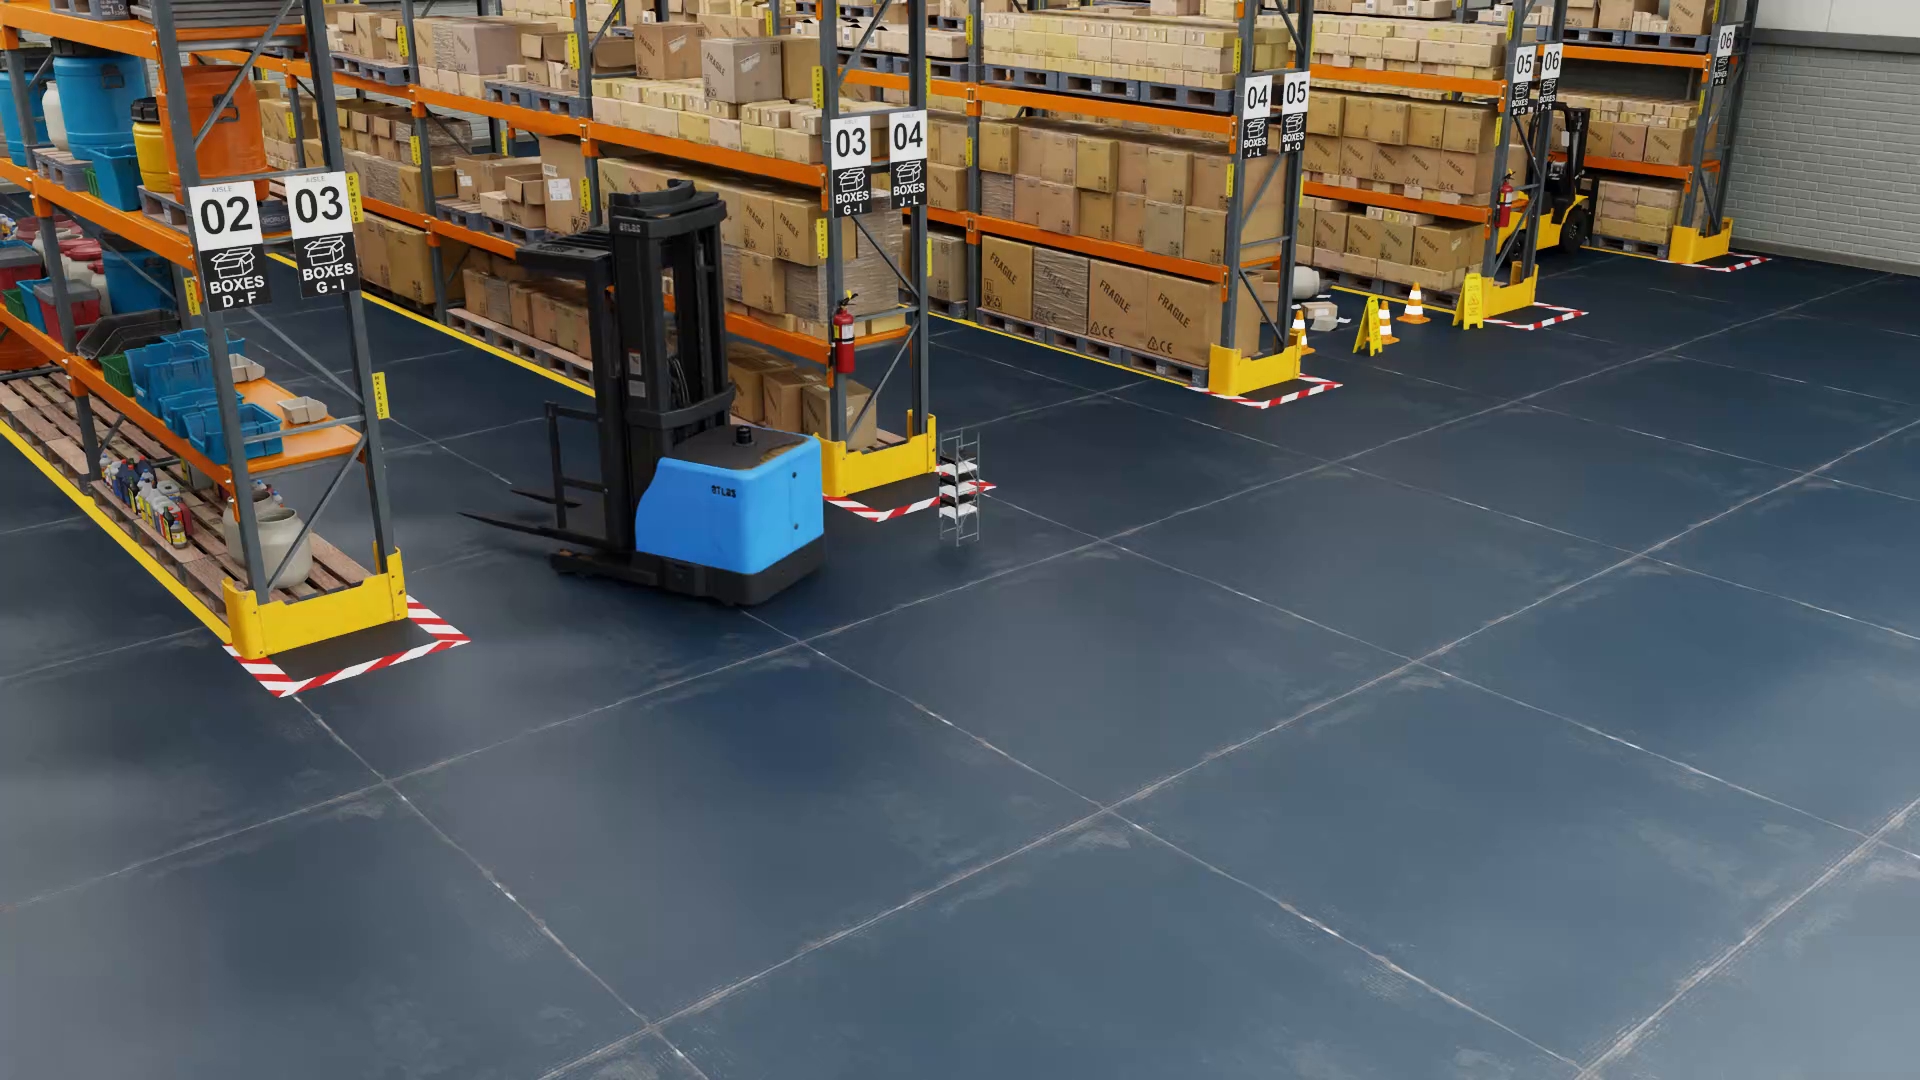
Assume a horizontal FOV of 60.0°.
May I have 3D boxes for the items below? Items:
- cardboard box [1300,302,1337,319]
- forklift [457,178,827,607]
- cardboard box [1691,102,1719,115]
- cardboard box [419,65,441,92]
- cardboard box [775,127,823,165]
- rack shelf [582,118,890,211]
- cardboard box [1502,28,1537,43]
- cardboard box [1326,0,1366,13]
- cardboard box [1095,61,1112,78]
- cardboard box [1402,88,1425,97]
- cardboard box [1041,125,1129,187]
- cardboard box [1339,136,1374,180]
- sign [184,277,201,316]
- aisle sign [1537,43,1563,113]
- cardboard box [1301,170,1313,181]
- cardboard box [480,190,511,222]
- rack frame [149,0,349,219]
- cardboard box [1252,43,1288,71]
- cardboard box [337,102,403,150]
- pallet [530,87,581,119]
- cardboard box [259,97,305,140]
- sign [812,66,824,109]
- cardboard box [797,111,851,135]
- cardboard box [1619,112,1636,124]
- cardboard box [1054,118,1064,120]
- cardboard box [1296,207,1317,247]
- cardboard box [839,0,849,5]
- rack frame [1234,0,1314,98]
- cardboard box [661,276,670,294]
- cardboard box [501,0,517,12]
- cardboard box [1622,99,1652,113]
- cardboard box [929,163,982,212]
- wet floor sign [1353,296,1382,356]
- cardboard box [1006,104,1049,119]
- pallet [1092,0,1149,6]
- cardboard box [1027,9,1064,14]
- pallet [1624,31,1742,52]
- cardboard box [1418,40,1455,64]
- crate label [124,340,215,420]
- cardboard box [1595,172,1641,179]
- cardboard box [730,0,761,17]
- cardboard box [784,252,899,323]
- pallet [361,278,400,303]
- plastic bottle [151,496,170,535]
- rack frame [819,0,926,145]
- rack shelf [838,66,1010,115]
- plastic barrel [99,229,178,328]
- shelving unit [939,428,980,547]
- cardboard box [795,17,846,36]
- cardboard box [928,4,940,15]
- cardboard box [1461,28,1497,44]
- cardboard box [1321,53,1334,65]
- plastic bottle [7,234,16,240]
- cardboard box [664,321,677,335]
[{"bbox_3d":[4.424,-2.834,20.515,0.380,0.149,0.250,-4,22,-10],"label":"cardboard box"},{"bbox_3d":[-2.580,-1.238,12.626,3.031,2.935,1.130,11,24,26],"label":"forklift"},{"bbox_3d":[10.510,-6.094,23.495,0.380,0.149,0.250,-18,28,-38],"label":"cardboard box"},{"bbox_3d":[-5.807,-5.268,18.913,0.500,0.250,0.500,-17,27,-37],"label":"cardboard box"},{"bbox_3d":[-1.206,-3.321,13.942,0.500,0.250,0.500,-17,27,-36],"label":"cardboard box"},{"bbox_3d":[-2.004,-3.535,15.271,1.077,0.370,4.000,-17,27,-37],"label":"rack shelf"},{"bbox_3d":[6.732,-6.078,20.027,0.380,0.149,0.250,-18,27,-38],"label":"cardboard box"},{"bbox_3d":[6.298,-8.819,26.925,0.500,0.500,0.500,-17,27,-36],"label":"cardboard box"},{"bbox_3d":[1.656,-5.028,17.728,0.380,0.149,0.250,-17,27,-37],"label":"cardboard box"},{"bbox_3d":[7.263,-7.105,26.485,0.380,0.149,0.250,-17,27,-37],"label":"cardboard box"},{"bbox_3d":[1.424,-4.335,18.754,0.875,0.550,0.550,-17,27,-37],"label":"cardboard box"},{"bbox_3d":[5.282,-4.973,21.522,0.500,0.500,0.500,-17,27,-37],"label":"cardboard box"},{"bbox_3d":[-6.638,-2.104,14.363,0.100,0.325,0.005,-17,27,-37],"label":"sign"},{"bbox_3d":[7.084,-5.547,19.970,0.394,0.787,0.004,-17,27,-37],"label":"aisle sign"},{"bbox_3d":[4.696,-4.905,22.238,0.380,0.149,0.250,-16,27,-36],"label":"cardboard box"},{"bbox_3d":[-5.001,-3.739,18.548,0.500,0.250,0.500,-18,28,-39],"label":"cardboard box"},{"bbox_3d":[-4.451,-3.535,10.171,1.000,3.000,0.127,-17,27,-37],"label":"rack frame"},{"bbox_3d":[3.004,-4.976,17.047,0.500,0.250,0.500,-18,27,-38],"label":"cardboard box"},{"bbox_3d":[-7.669,-5.383,21.603,0.797,0.503,0.637,-17,27,-37],"label":"cardboard box"},{"bbox_3d":[-3.632,-4.531,17.085,1.213,0.211,1.003,-17,27,-37],"label":"pallet"},{"bbox_3d":[-9.358,-5.857,23.095,0.500,0.500,0.500,-17,27,-37],"label":"cardboard box"},{"bbox_3d":[-1.132,-3.603,13.244,0.100,0.325,0.005,-17,27,-37],"label":"sign"},{"bbox_3d":[-1.116,-3.436,13.690,0.380,0.149,0.250,-17,27,-37],"label":"cardboard box"},{"bbox_3d":[9.663,-6.062,23.821,0.380,0.149,0.250,-18,27,-38],"label":"cardboard box"},{"bbox_3d":[1.658,-6.435,25.569,0.380,0.149,0.250,-19,29,-40],"label":"cardboard box"},{"bbox_3d":[4.737,-4.277,22.458,0.500,0.500,0.500,-16,27,-35],"label":"cardboard box"},{"bbox_3d":[-1.856,-9.291,28.610,0.380,0.149,0.250,-17,27,-36],"label":"cardboard box"},{"bbox_3d":[3.125,-5.867,16.125,1.000,3.000,0.127,-17,27,-37],"label":"rack frame"},{"bbox_3d":[-2.757,-2.498,16.093,0.380,0.149,0.250,-17,27,-37],"label":"cardboard box"},{"bbox_3d":[-7.223,-8.868,27.420,0.500,0.250,0.500,-17,27,-37],"label":"cardboard box"},{"bbox_3d":[9.691,-6.212,23.796,0.380,0.149,0.250,-17,27,-37],"label":"cardboard box"},{"bbox_3d":[-0.029,-4.306,20.228,0.500,0.500,0.500,-18,27,-38],"label":"cardboard box"},{"bbox_3d":[4.644,-2.441,18.832,0.232,0.644,0.267,17,27,36],"label":"wet floor sign"},{"bbox_3d":[1.078,-6.727,26.066,0.500,0.250,0.500,-18,27,-38],"label":"cardboard box"},{"bbox_3d":[3.106,-9.891,30.768,1.213,0.211,1.003,-17,27,-37],"label":"pallet"},{"bbox_3d":[0.994,-6.047,19.235,0.380,0.149,0.250,-18,28,-38],"label":"cardboard box"},{"bbox_3d":[10.125,-7.020,23.302,1.003,0.211,1.213,-17,27,-37],"label":"pallet"},{"bbox_3d":[5.953,-5.965,20.286,0.500,0.250,0.500,-18,28,-38],"label":"cardboard box"},{"bbox_3d":[-5.857,-1.203,12.393,0.502,0.435,0.616,-17,27,-37],"label":"crate label"},{"bbox_3d":[9.749,-5.299,24.725,0.500,0.250,0.500,-18,27,-38],"label":"cardboard box"},{"bbox_3d":[-2.904,-7.272,22.638,0.396,0.266,0.258,-17,27,-37],"label":"cardboard box"},{"bbox_3d":[-1.037,-2.265,14.608,0.875,0.500,0.500,-17,27,-37],"label":"cardboard box"},{"bbox_3d":[-7.170,-3.406,21.890,1.003,0.211,1.213,-17,27,-37],"label":"pallet"},{"bbox_3d":[-6.216,-0.196,13.003,0.152,0.276,0.135,-18,28,-39],"label":"plastic bottle"},{"bbox_3d":[-0.699,-4.714,13.182,1.000,3.000,0.127,-17,27,-37],"label":"rack frame"},{"bbox_3d":[-0.792,-5.793,21.036,1.077,0.370,4.000,-17,27,-37],"label":"rack shelf"},{"bbox_3d":[-7.084,-2.259,14.452,0.600,0.901,0.708,-17,27,-37],"label":"plastic barrel"},{"bbox_3d":[-0.005,-0.421,13.326,0.258,0.900,0.210,-17,27,-37],"label":"shelving unit"},{"bbox_3d":[-1.791,-6.629,21.593,0.500,0.311,0.500,-17,27,-37],"label":"cardboard box"},{"bbox_3d":[-0.463,-8.646,27.078,0.380,0.166,0.250,-20,29,-41],"label":"cardboard box"},{"bbox_3d":[6.225,-6.035,19.917,0.380,0.149,0.250,-17,27,-37],"label":"cardboard box"},{"bbox_3d":[4.889,-6.238,21.528,0.380,0.149,0.250,-19,28,-39],"label":"cardboard box"},{"bbox_3d":[-9.826,-3.055,17.341,0.152,0.276,0.135,-17,27,-37],"label":"plastic bottle"},{"bbox_3d":[-3.079,-1.938,17.170,0.500,0.500,0.500,-18,28,-39],"label":"cardboard box"}]
